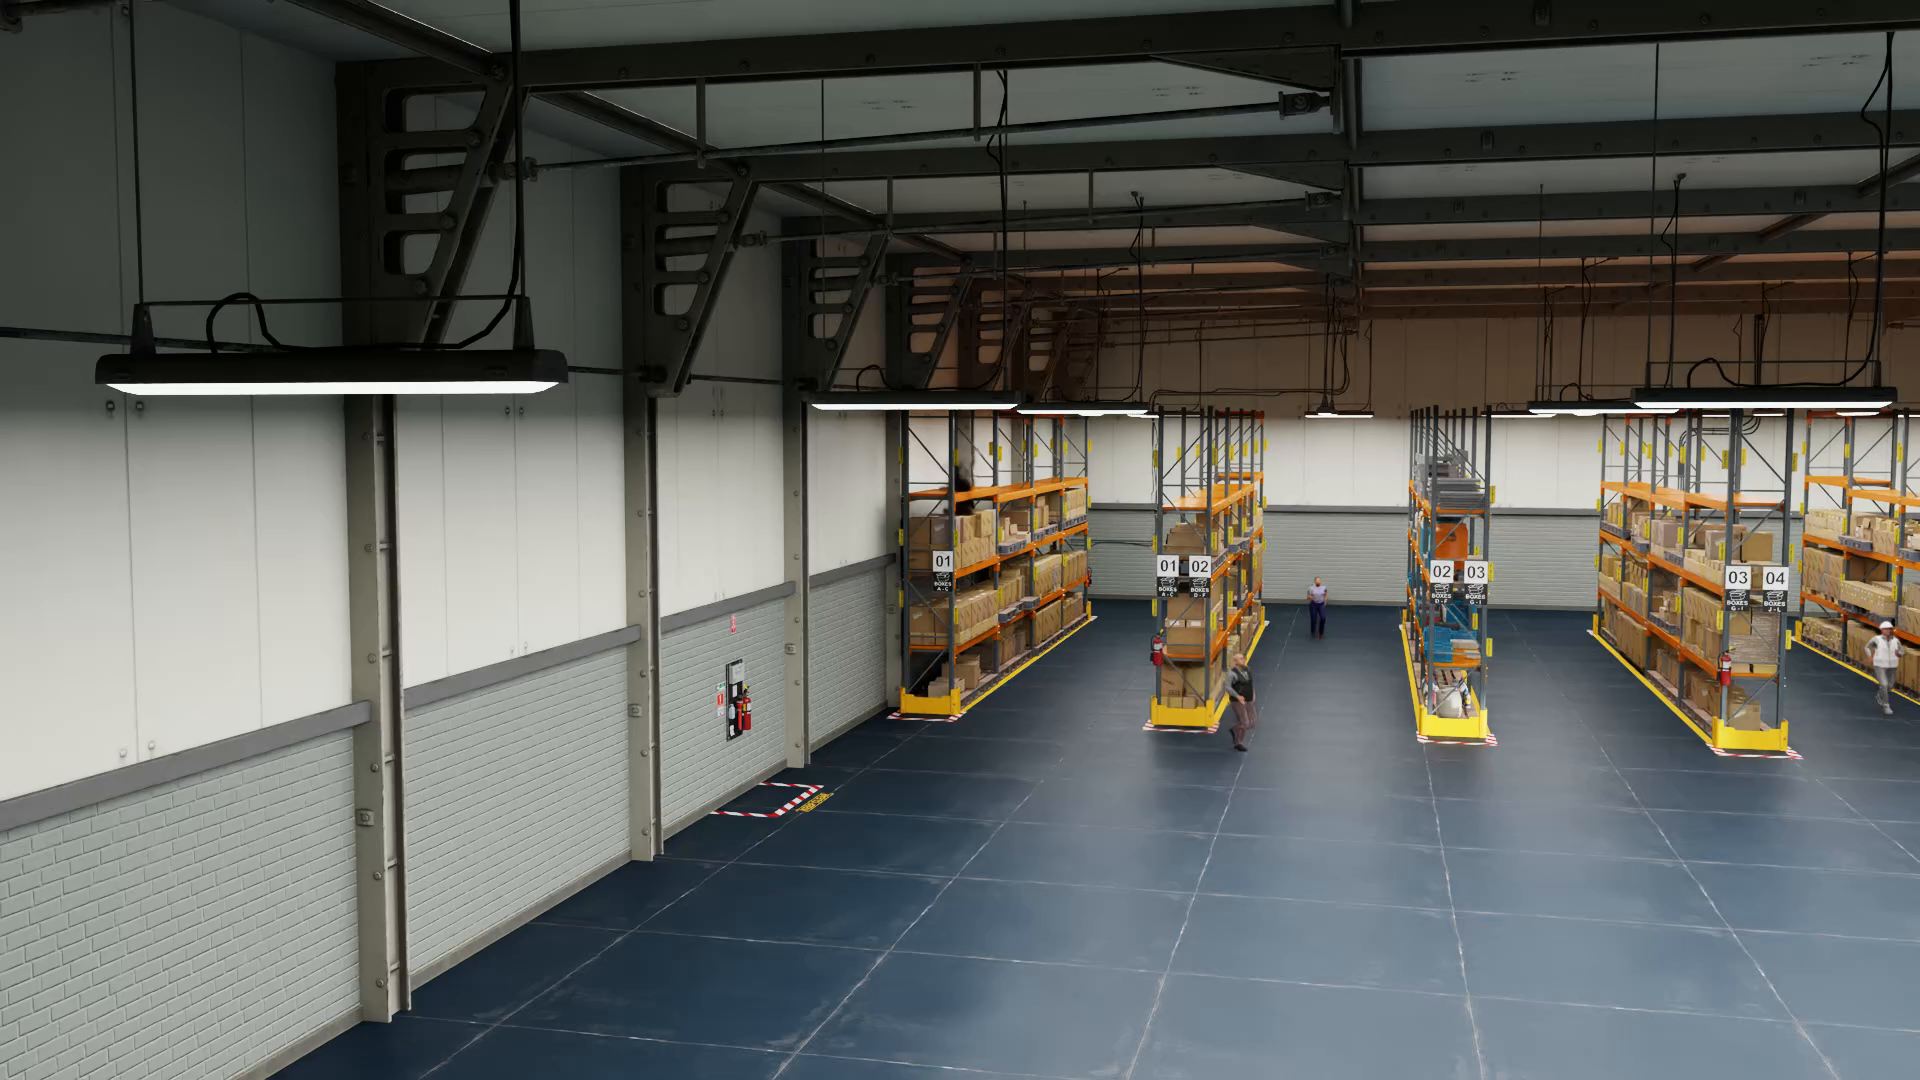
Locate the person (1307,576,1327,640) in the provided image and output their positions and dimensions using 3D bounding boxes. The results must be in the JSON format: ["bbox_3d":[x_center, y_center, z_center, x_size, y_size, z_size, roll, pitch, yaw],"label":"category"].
[{"bbox_3d":[9.385,1.792,43.659,0.561,1.688,0.733,0,4,4],"label":"person"}]

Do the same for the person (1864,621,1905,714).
[{"bbox_3d":[18.142,2.476,32.600,0.656,1.758,0.969,0,4,6],"label":"person"}]

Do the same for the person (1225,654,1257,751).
[{"bbox_3d":[4.888,2.813,28.941,0.665,1.688,0.534,-3,5,-38],"label":"person"}]
